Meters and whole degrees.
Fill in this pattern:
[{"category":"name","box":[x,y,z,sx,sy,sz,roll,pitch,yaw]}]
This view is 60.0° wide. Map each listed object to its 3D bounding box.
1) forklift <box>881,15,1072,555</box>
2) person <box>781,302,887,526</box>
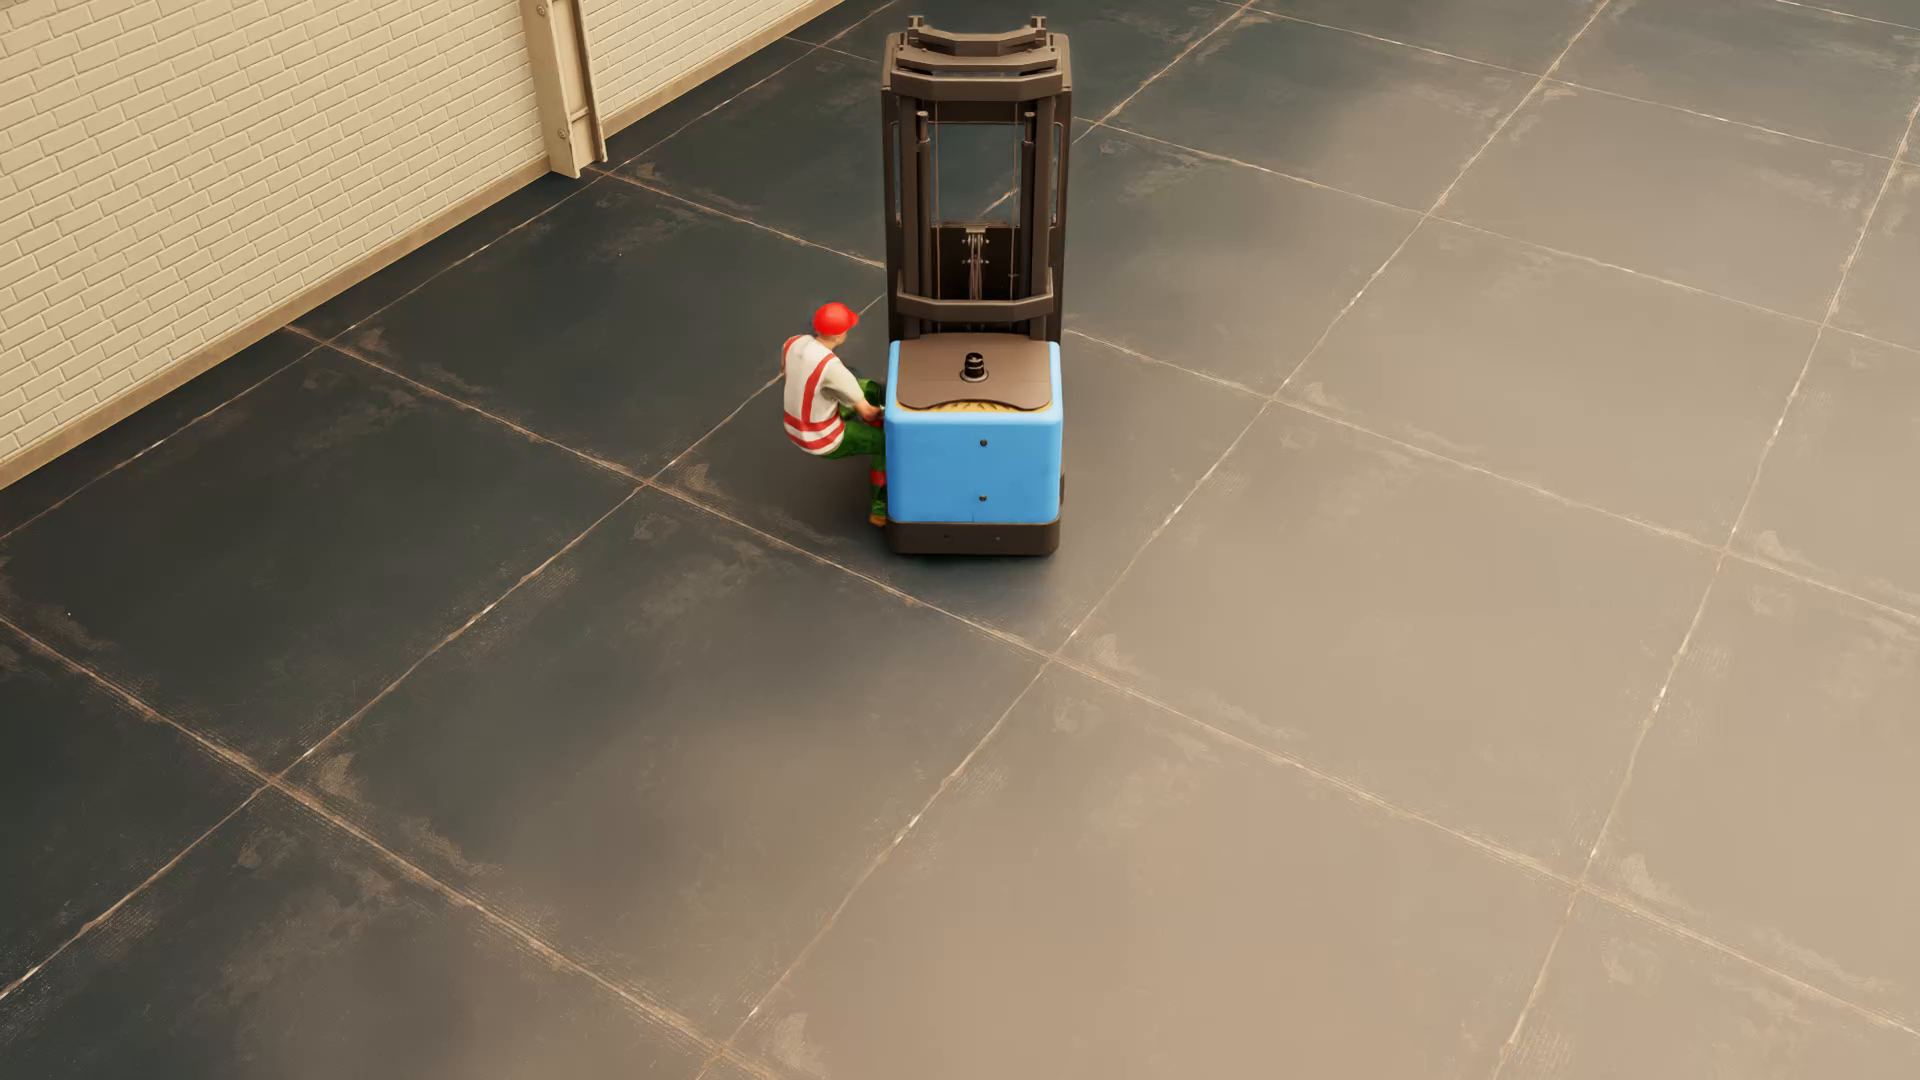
[{"category":"forklift","box":[0.097,-1.957,10.276,1.130,2.935,3.031,0,40,1]},{"category":"person","box":[-0.632,-0.797,10.051,0.897,1.553,0.787,-29,48,-30]}]
